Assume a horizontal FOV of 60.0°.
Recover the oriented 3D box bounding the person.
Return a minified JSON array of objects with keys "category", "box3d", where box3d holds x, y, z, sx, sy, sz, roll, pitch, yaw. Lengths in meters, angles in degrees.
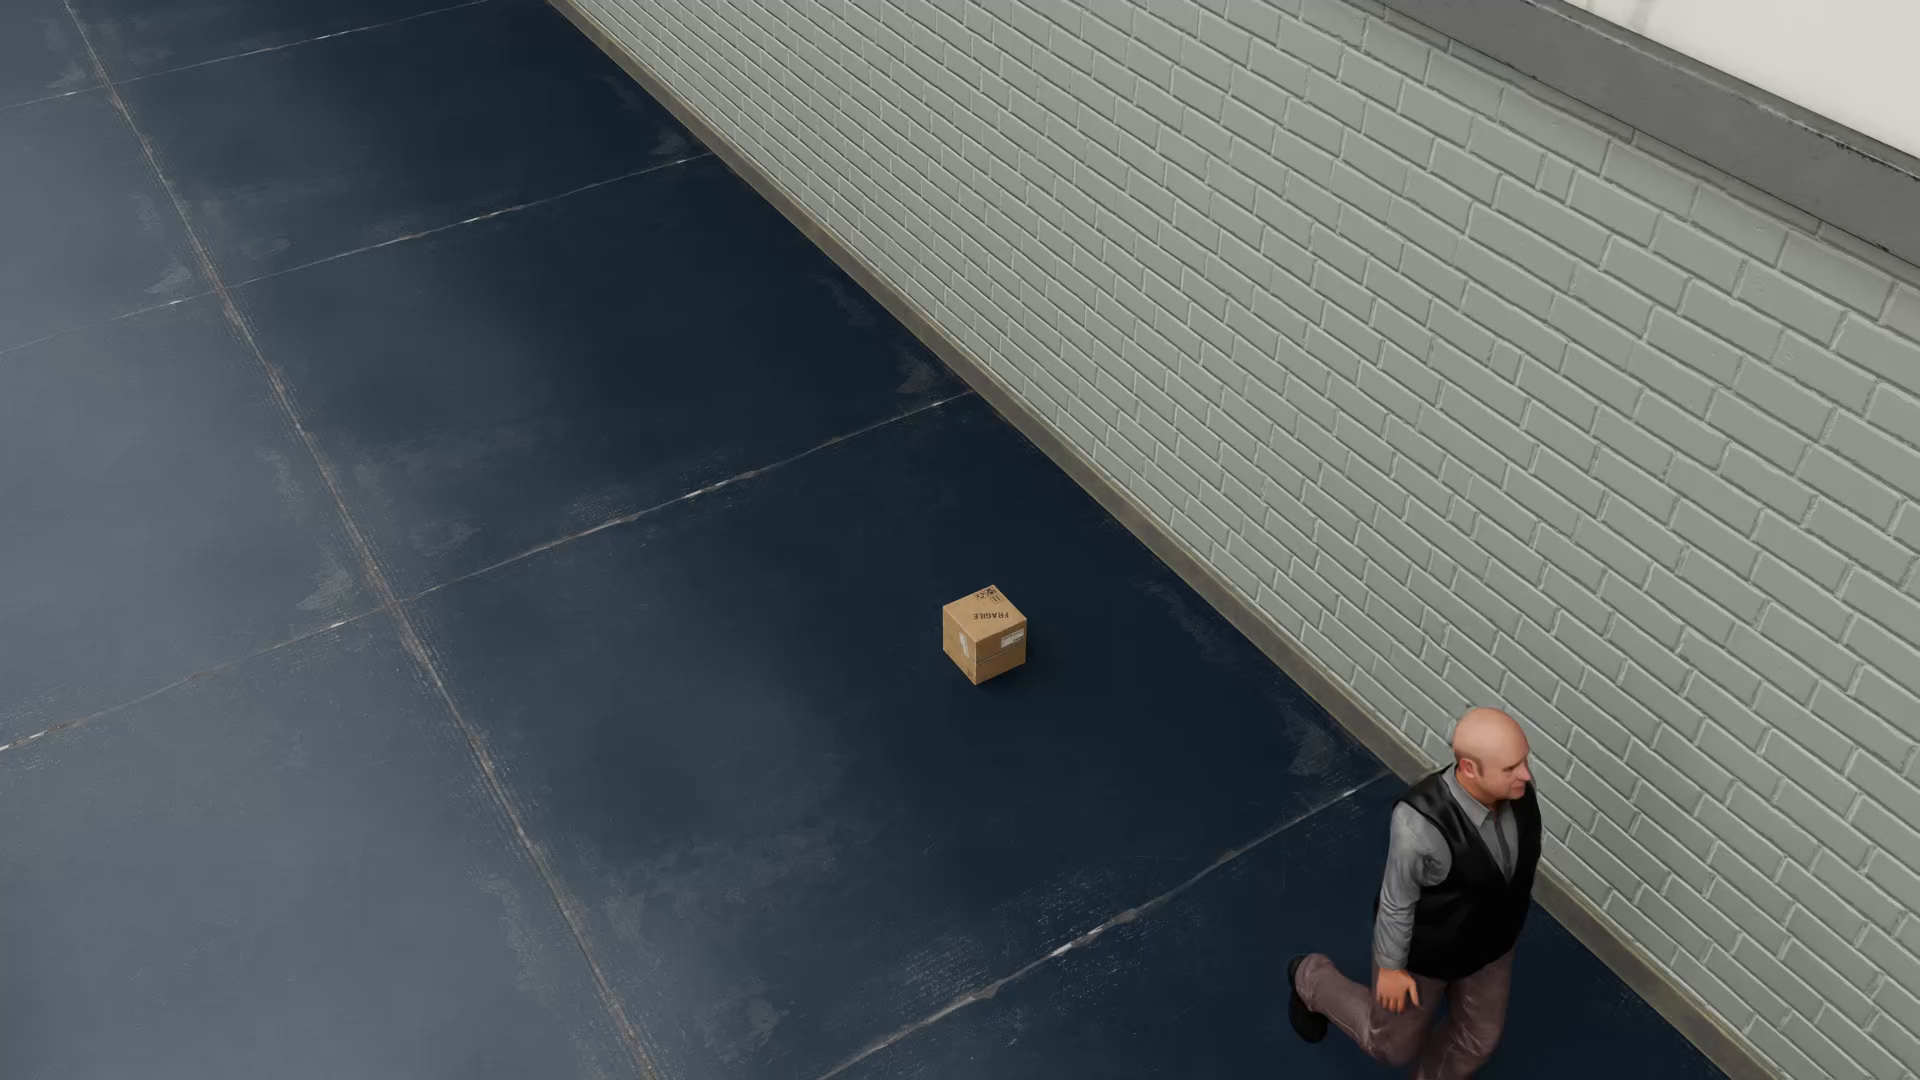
[{"category":"person","box3d":[1.379,1.113,4.848,0.535,1.698,0.766,-20,44,-22]}]
